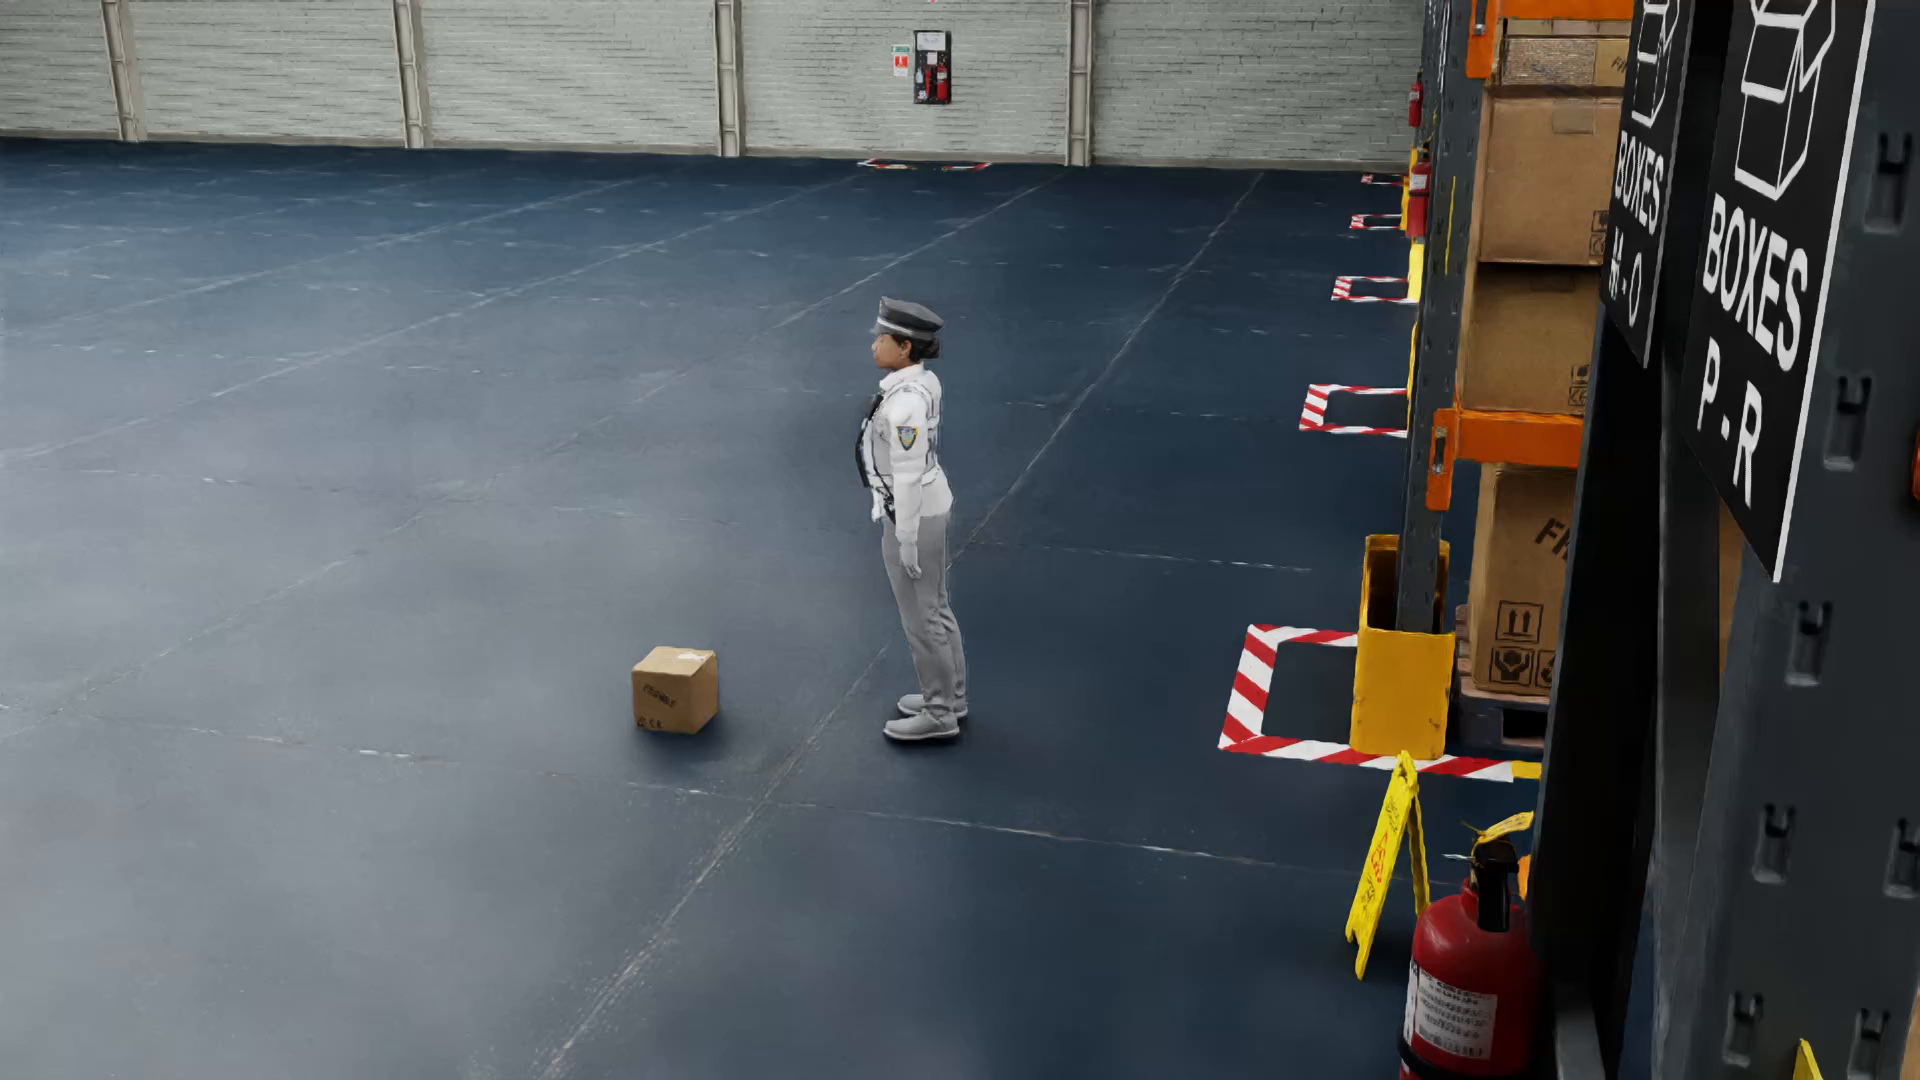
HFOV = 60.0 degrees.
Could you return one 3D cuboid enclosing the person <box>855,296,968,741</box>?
[{"bbox_3d":[-0.173,-0.068,6.182,0.384,1.685,0.494,2,18,6],"label":"person"}]
